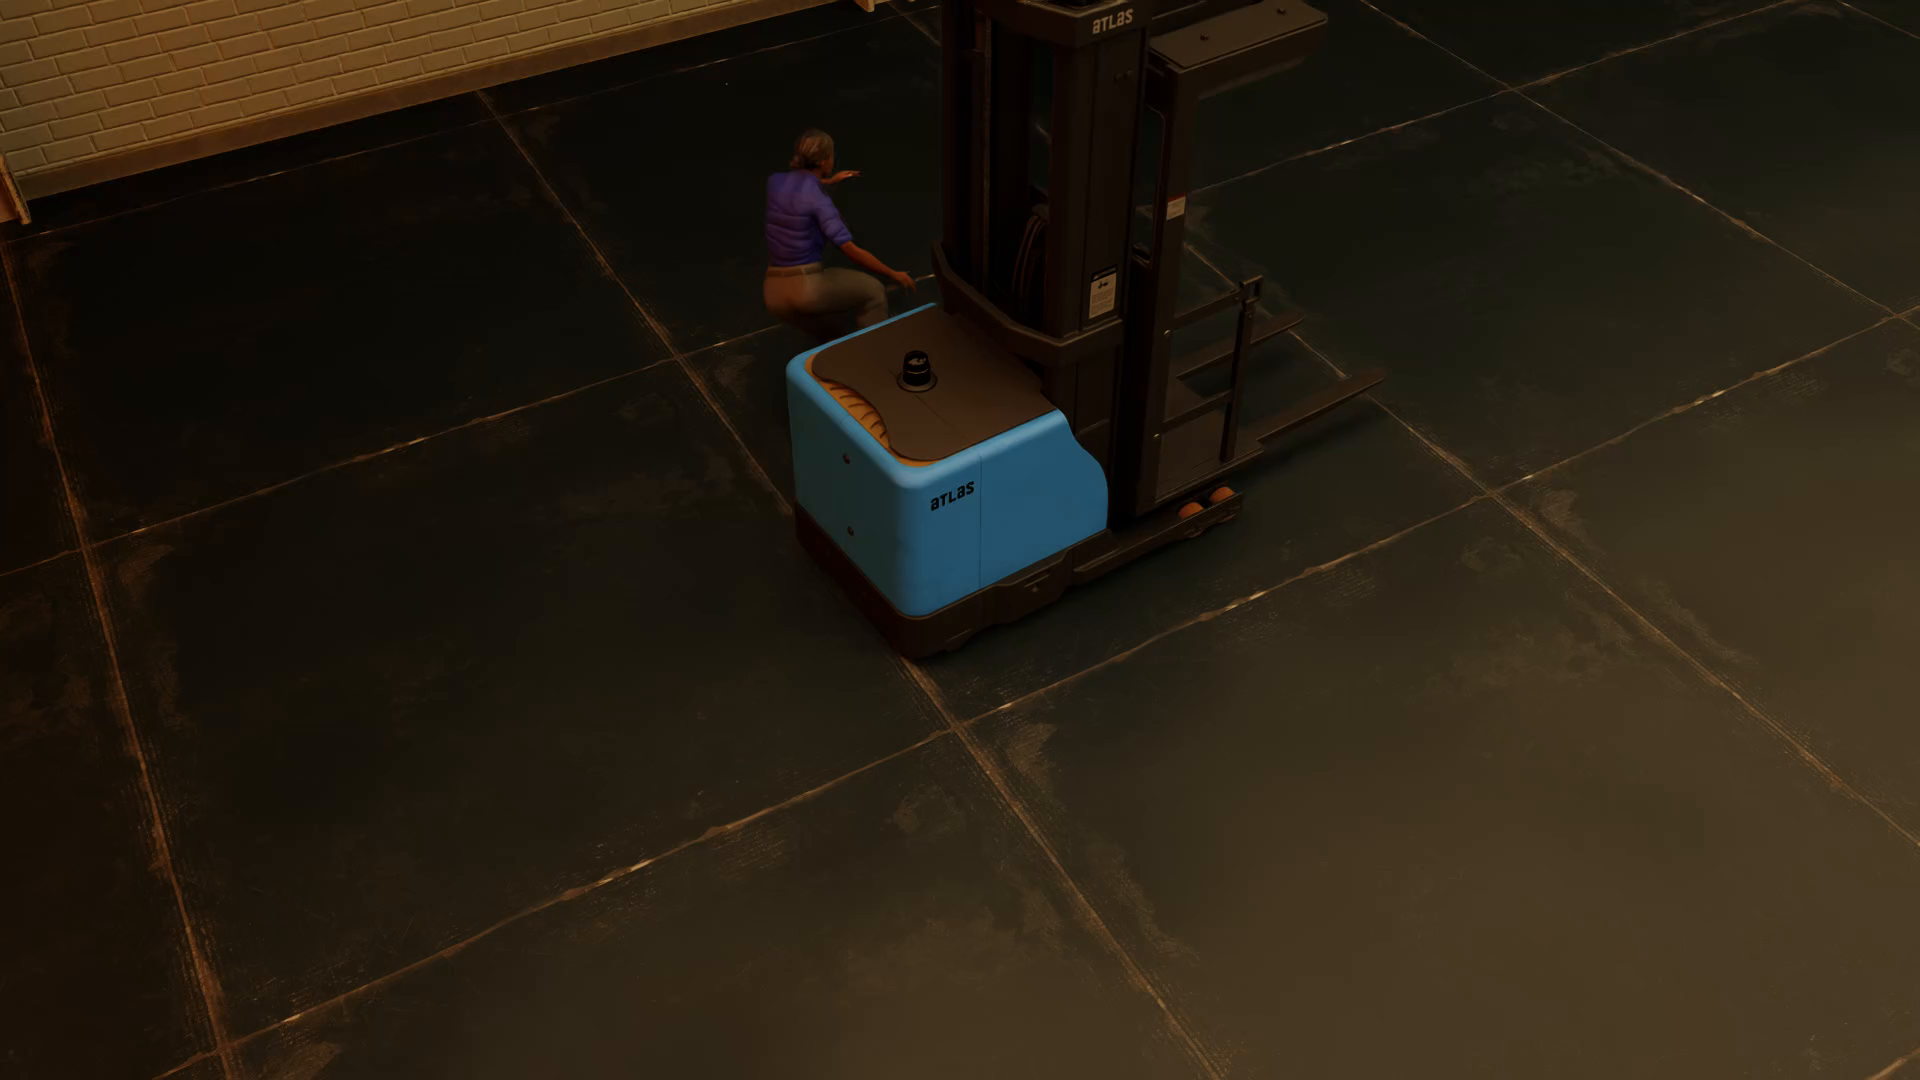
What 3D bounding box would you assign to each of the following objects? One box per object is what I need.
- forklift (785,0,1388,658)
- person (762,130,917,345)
[{"bbox_3d":[0.739,-1.360,7.164,3.031,2.935,1.130,-25,48,-25],"label":"forklift"},{"bbox_3d":[-0.599,-1.349,8.270,0.883,1.429,0.844,20,46,20],"label":"person"}]
